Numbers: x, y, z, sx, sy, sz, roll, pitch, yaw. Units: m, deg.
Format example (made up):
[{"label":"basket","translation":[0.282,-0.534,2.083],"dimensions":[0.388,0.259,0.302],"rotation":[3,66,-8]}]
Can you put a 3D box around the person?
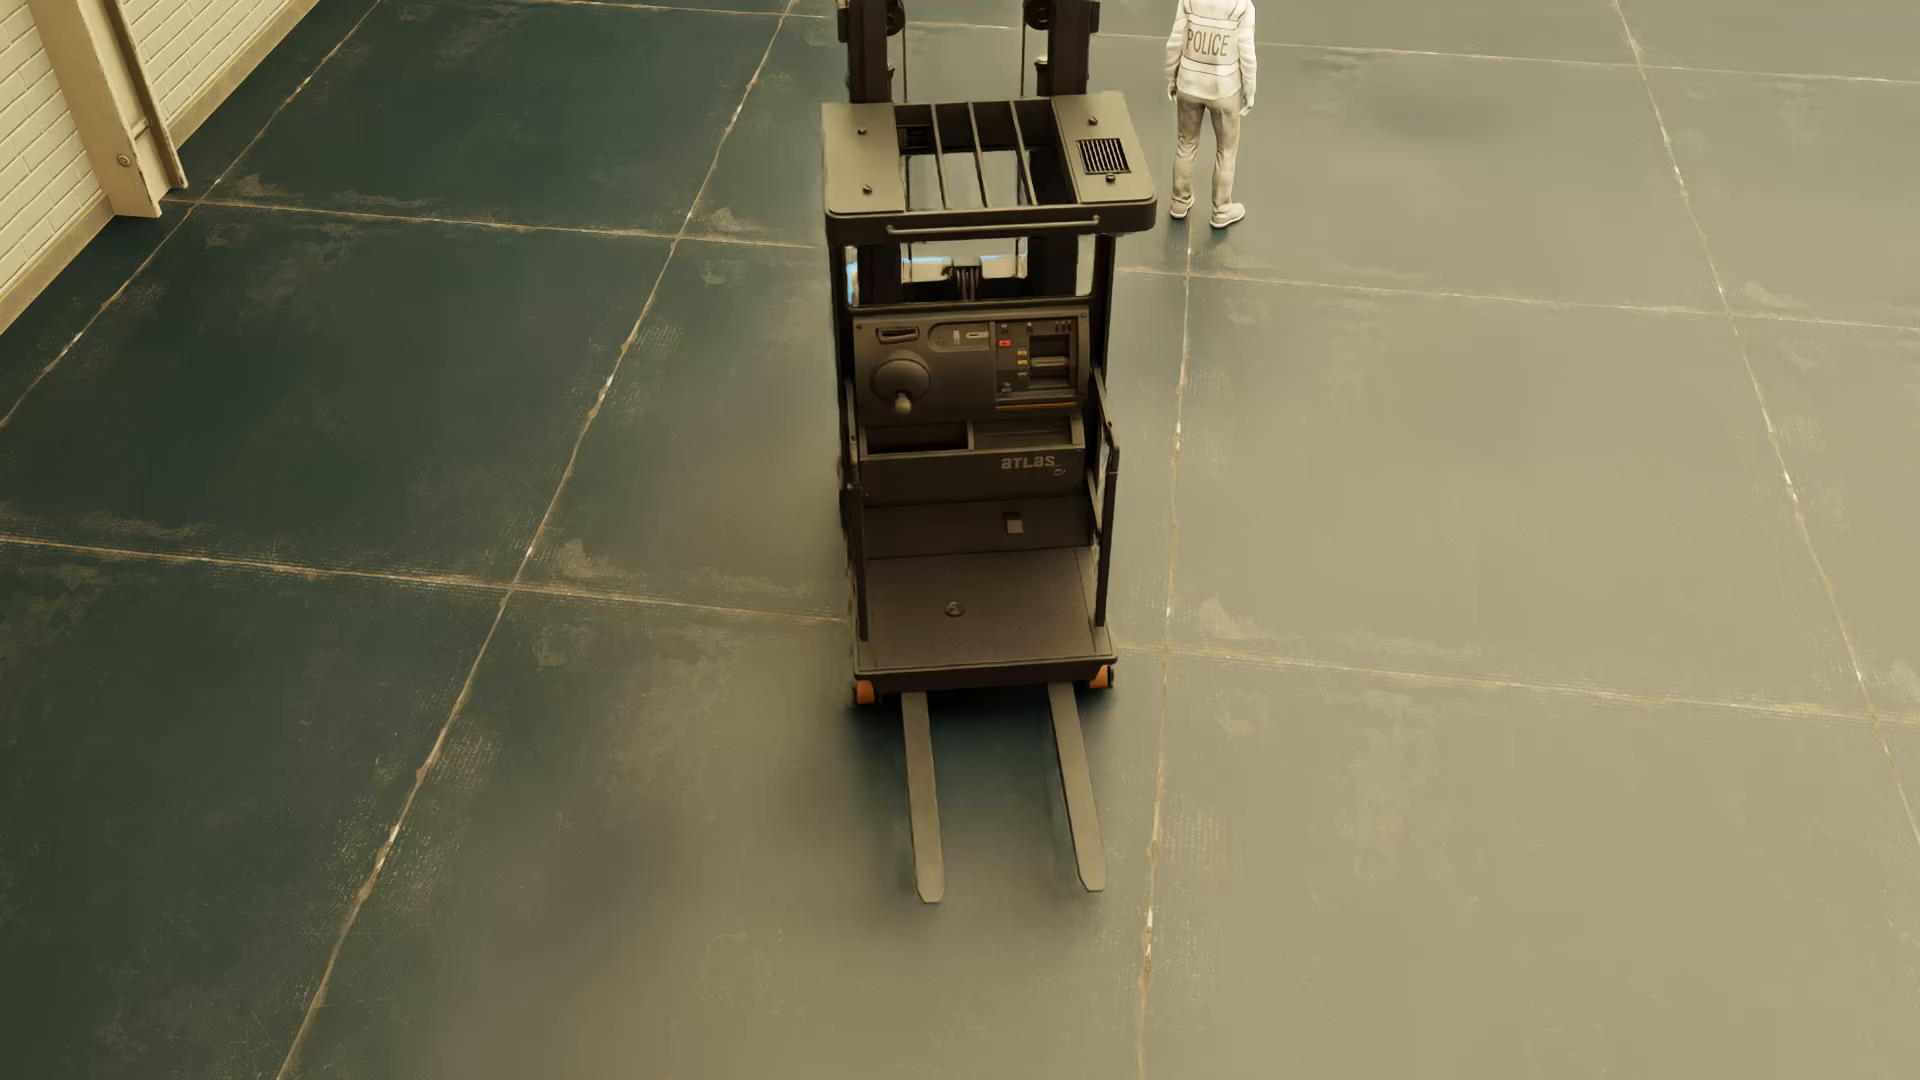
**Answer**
[{"label":"person","translation":[1.424,-2.574,9.467],"dimensions":[0.537,1.661,0.373],"rotation":[17,45,18]}]

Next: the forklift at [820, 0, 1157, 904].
[{"label":"forklift","translation":[0.068,-0.620,6.399],"dimensions":[1.130,2.935,3.031],"rotation":[-3,43,-4]}]
